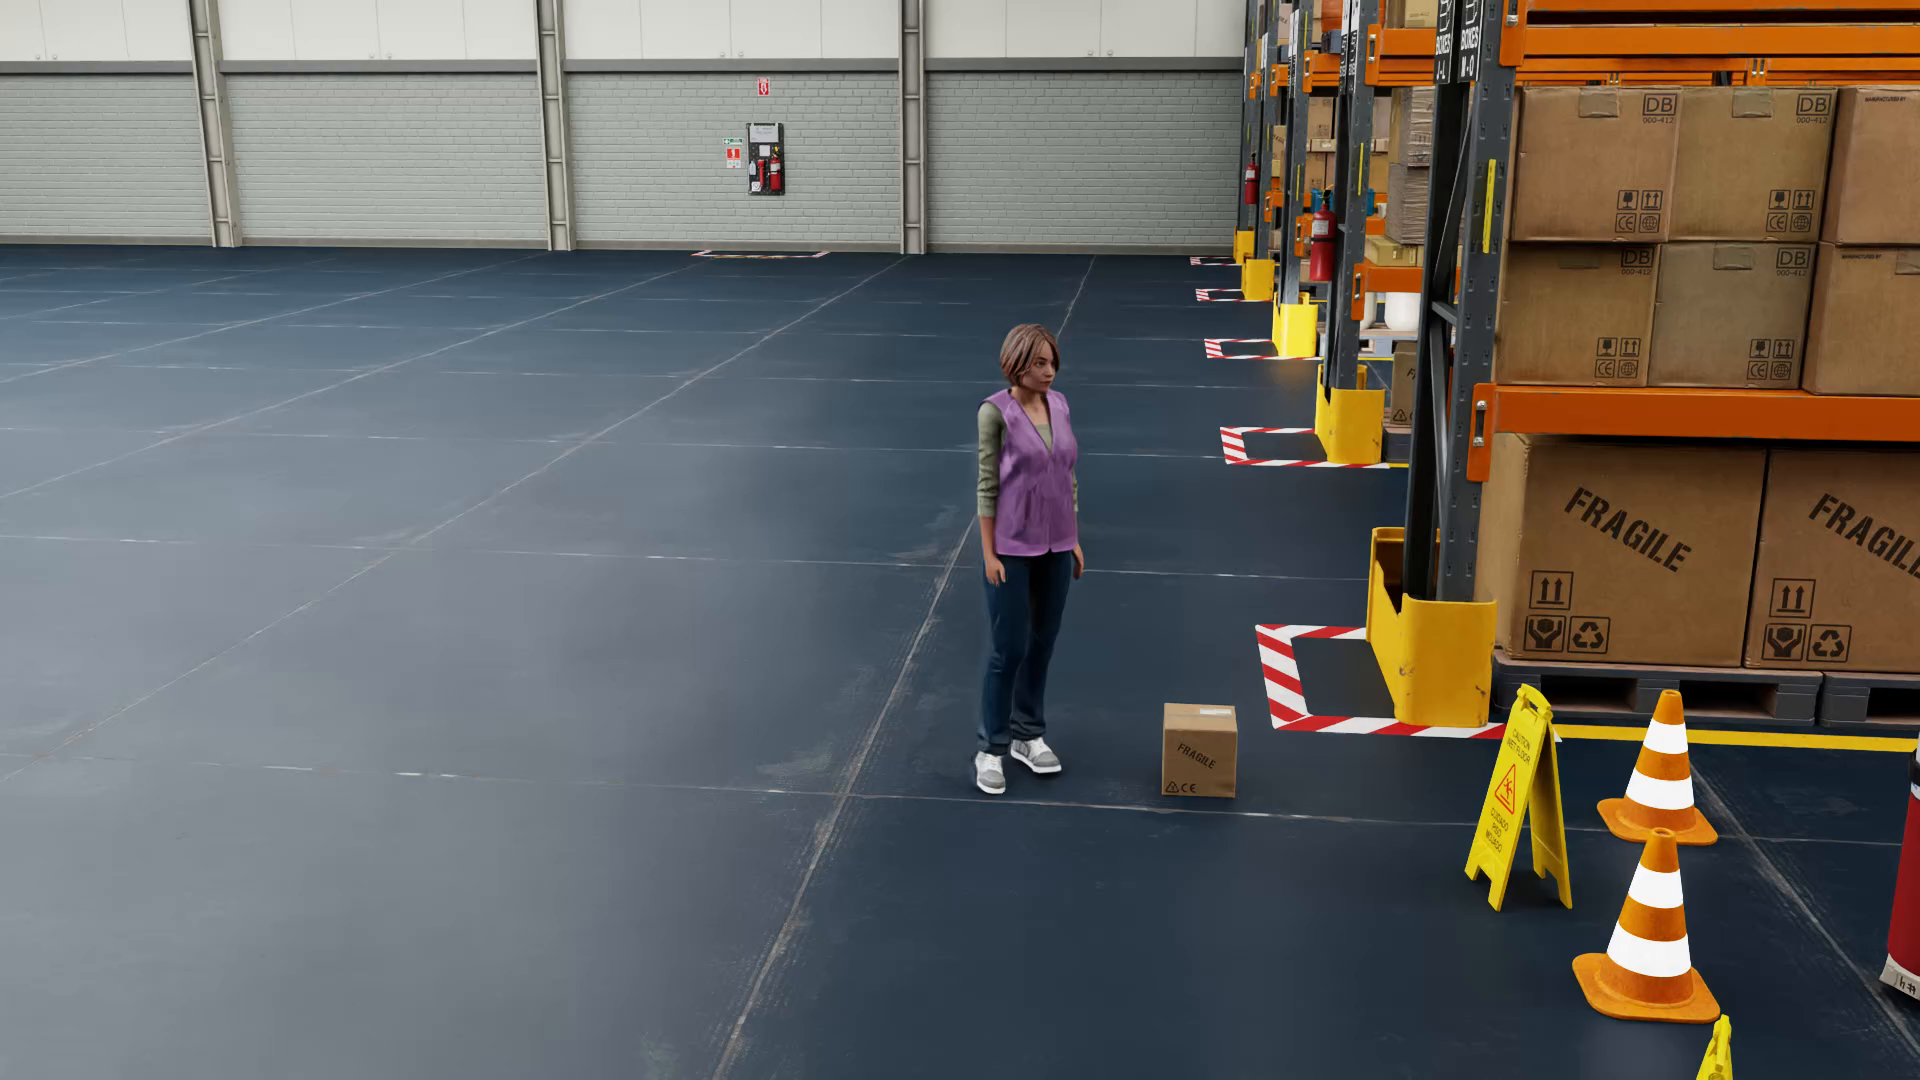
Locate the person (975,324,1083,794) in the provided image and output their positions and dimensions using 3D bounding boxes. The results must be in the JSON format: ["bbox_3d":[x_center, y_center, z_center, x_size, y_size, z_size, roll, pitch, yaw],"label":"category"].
[{"bbox_3d":[0.222,0.053,5.818,0.491,1.615,0.326,-9,17,-32],"label":"person"}]
